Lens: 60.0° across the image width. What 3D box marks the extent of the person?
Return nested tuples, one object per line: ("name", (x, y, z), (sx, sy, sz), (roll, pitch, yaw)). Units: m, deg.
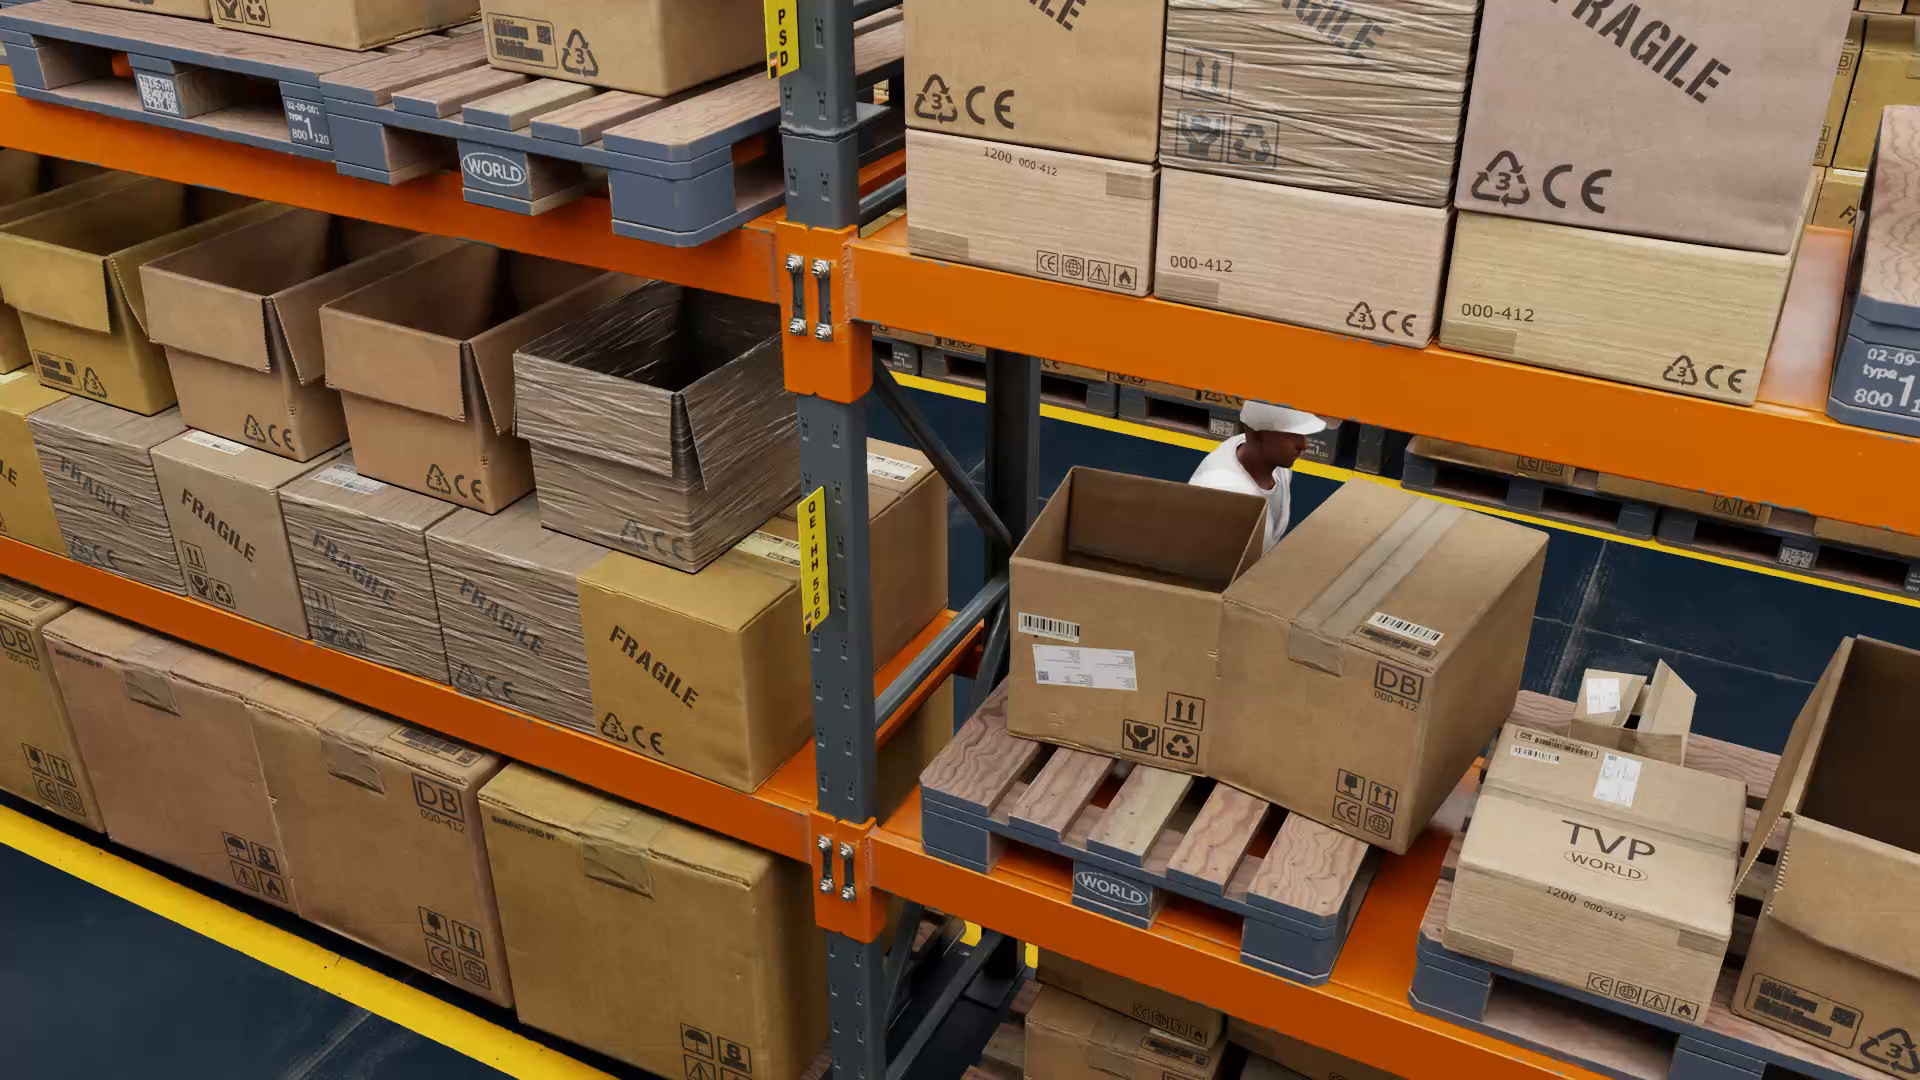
("person", (0.938, 0.262, 5.659), (0.443, 1.775, 0.631), (19, 35, 29))
